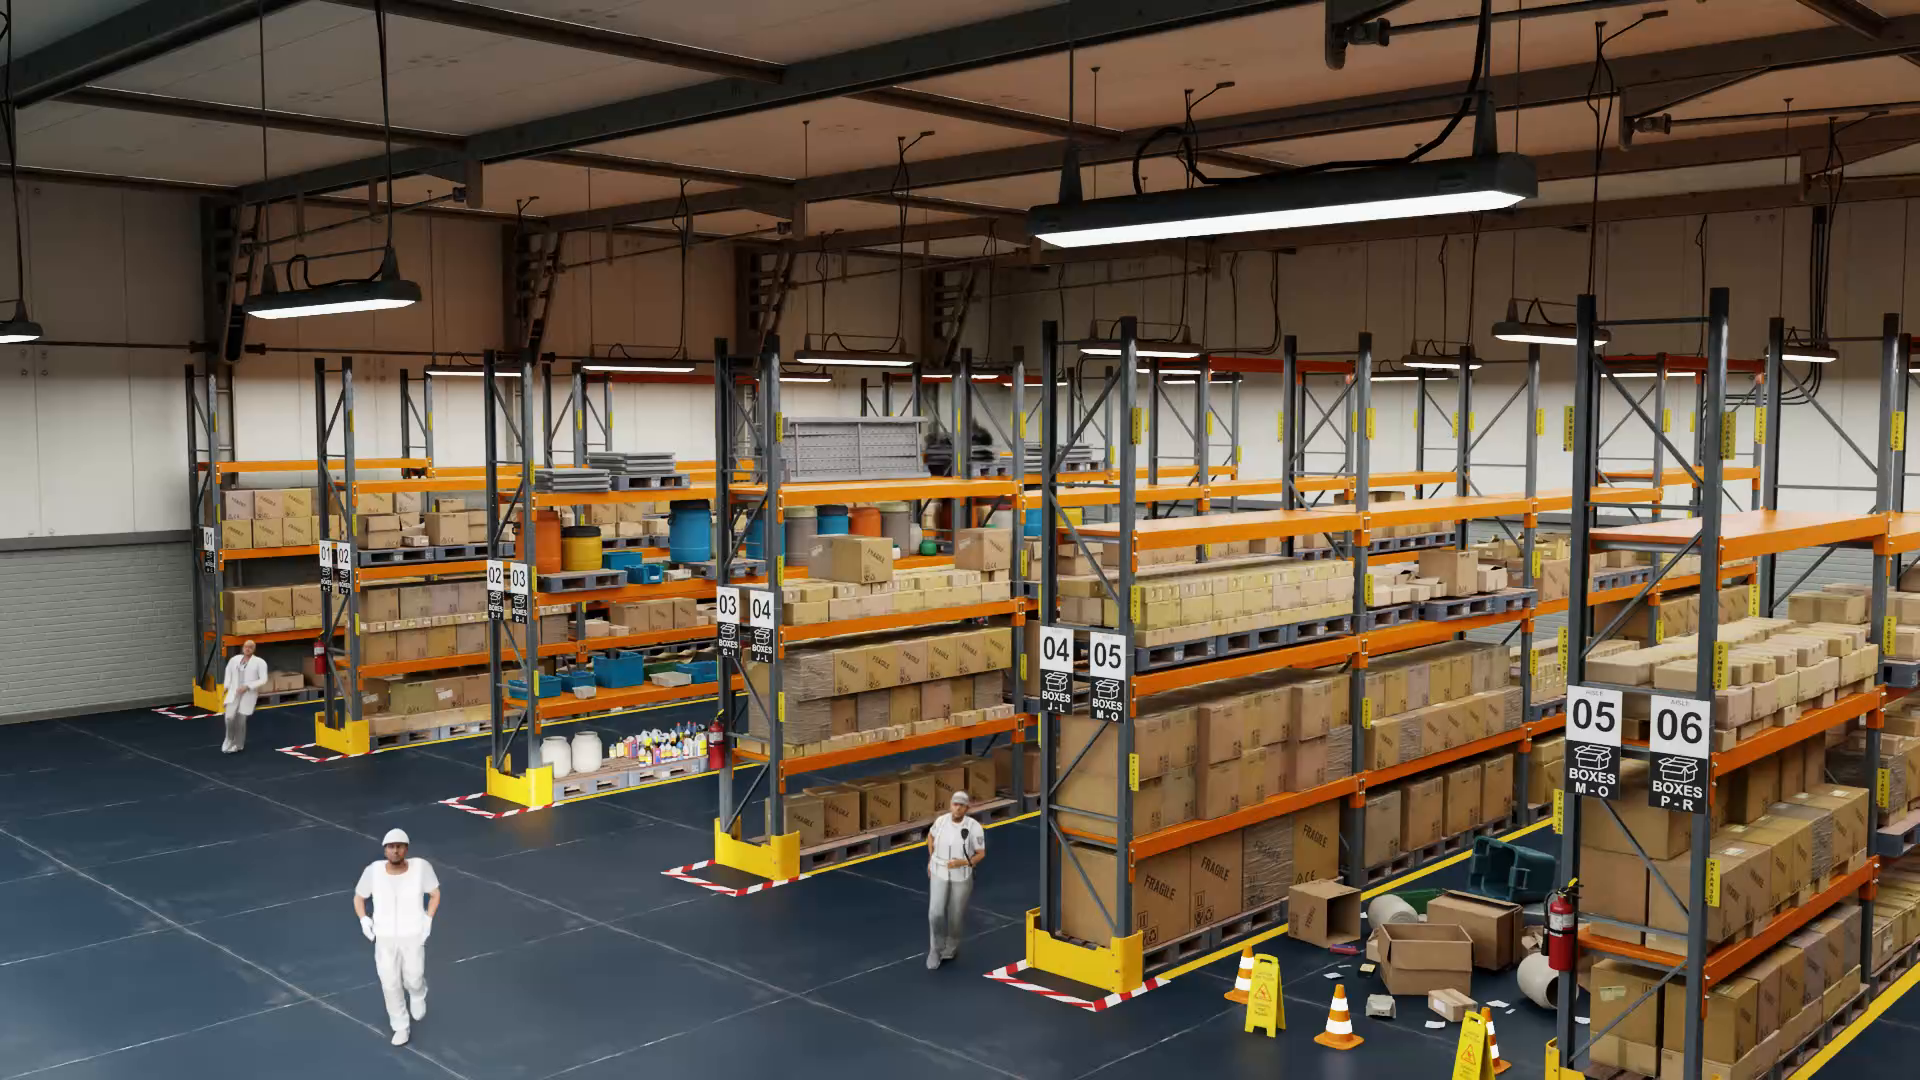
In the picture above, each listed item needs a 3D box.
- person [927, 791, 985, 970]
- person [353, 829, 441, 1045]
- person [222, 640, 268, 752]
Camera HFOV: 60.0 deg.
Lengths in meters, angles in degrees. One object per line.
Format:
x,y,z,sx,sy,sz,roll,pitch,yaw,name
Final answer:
-0.051,3.157,15.506,0.582,1.640,0.625,1,4,10,person
-4.654,3.240,13.758,0.687,1.746,0.595,-1,4,-13,person
-10.826,2.370,25.132,0.702,1.708,0.655,0,4,-6,person
